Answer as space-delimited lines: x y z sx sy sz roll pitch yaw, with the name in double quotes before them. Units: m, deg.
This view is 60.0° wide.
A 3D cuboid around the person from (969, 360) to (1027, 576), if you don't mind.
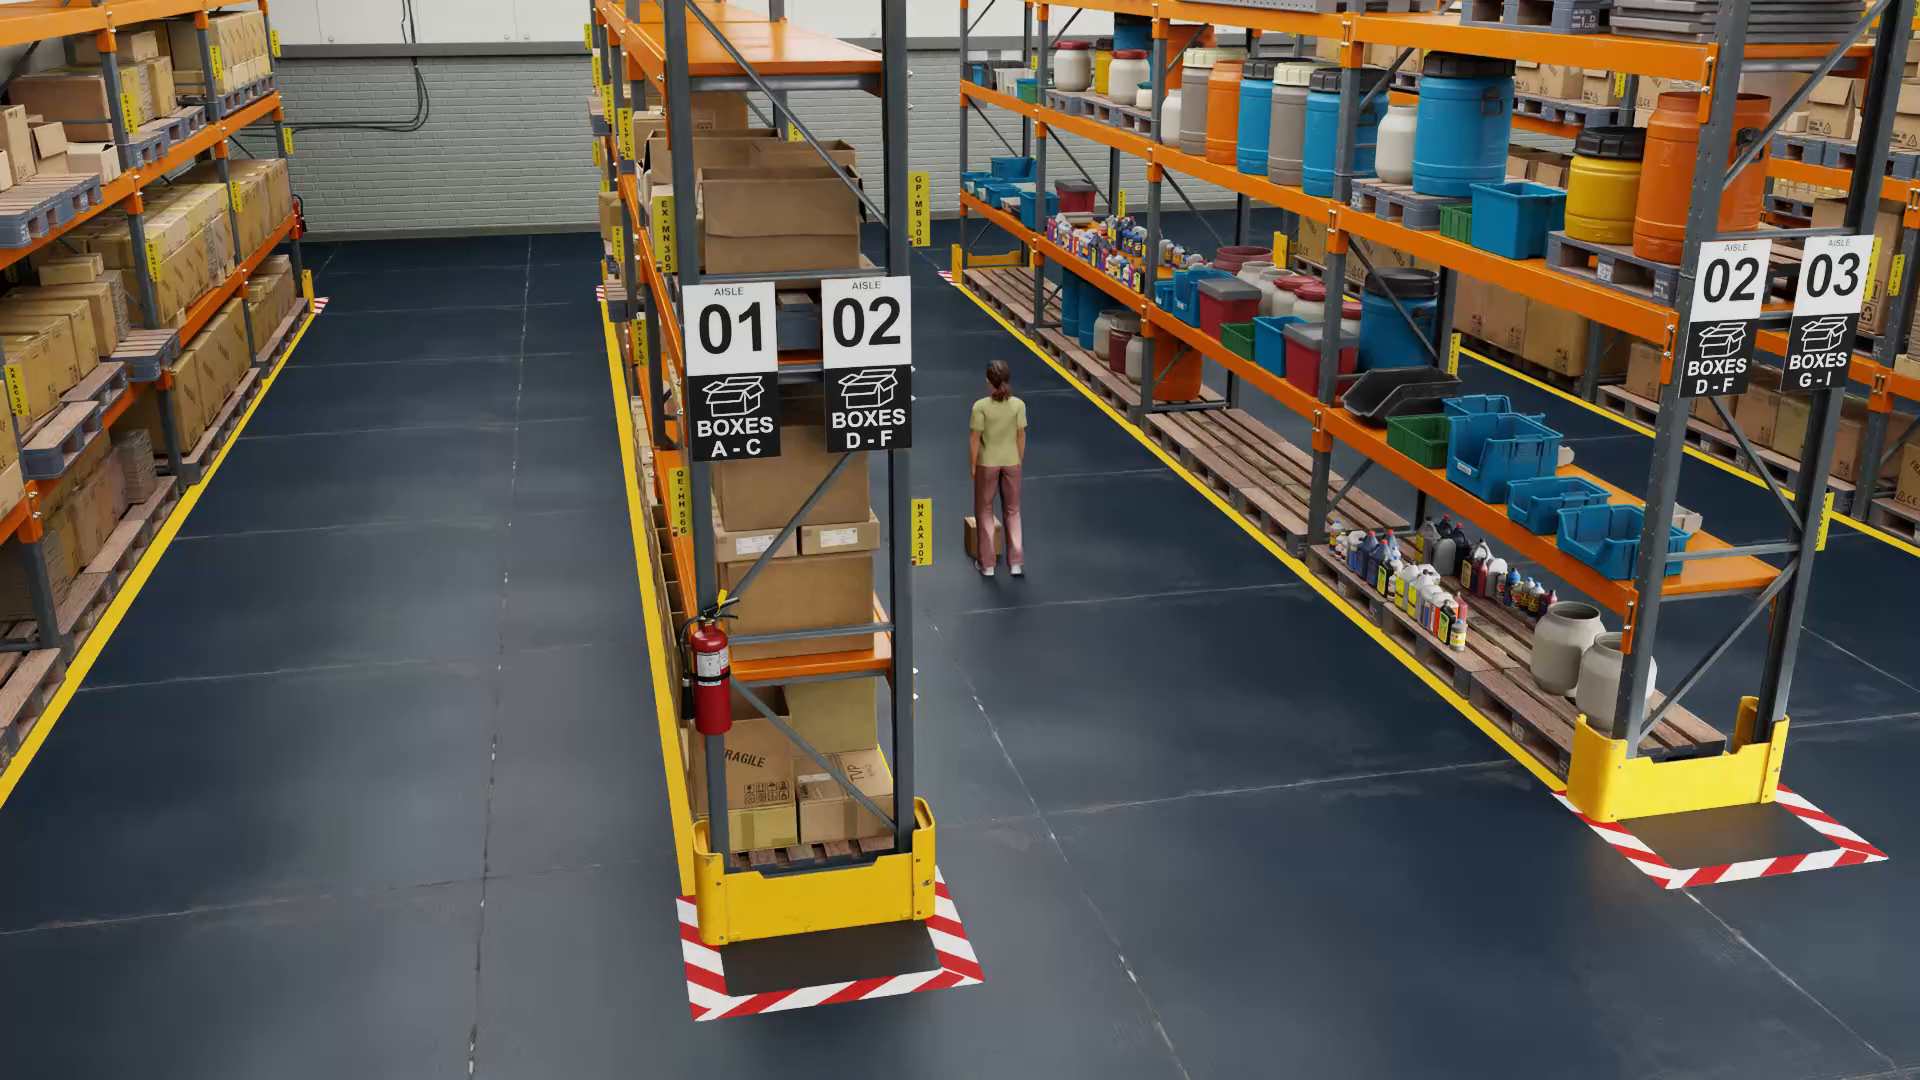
"person" 0.279 -0.539 12.617 0.441 1.690 0.345 -4 20 -11
